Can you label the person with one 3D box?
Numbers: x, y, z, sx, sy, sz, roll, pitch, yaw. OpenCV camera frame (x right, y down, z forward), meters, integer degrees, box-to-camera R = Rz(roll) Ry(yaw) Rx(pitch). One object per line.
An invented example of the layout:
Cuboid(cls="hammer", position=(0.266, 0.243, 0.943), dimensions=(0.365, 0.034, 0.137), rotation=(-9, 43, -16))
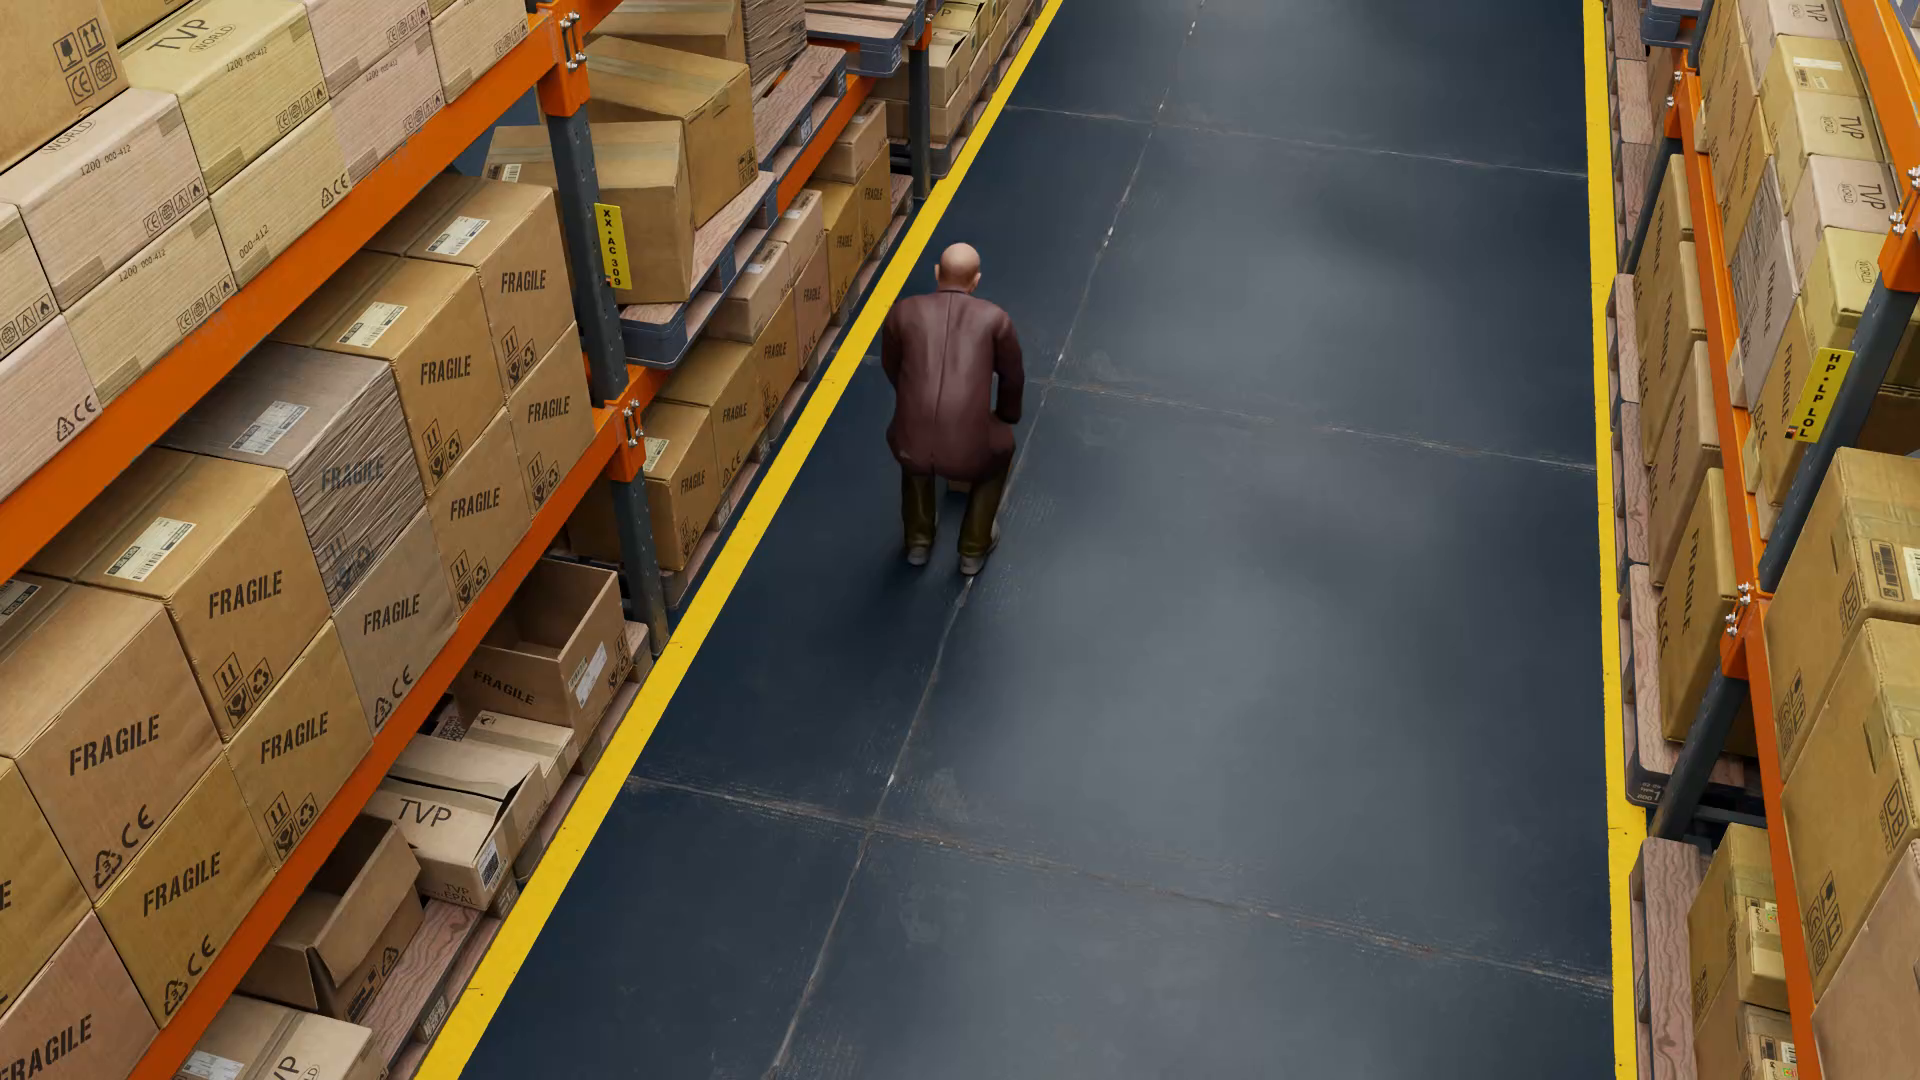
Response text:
Cuboid(cls="person", position=(-0.060, -0.527, 7.108), dimensions=(0.632, 1.363, 0.752), rotation=(10, 41, 11))
